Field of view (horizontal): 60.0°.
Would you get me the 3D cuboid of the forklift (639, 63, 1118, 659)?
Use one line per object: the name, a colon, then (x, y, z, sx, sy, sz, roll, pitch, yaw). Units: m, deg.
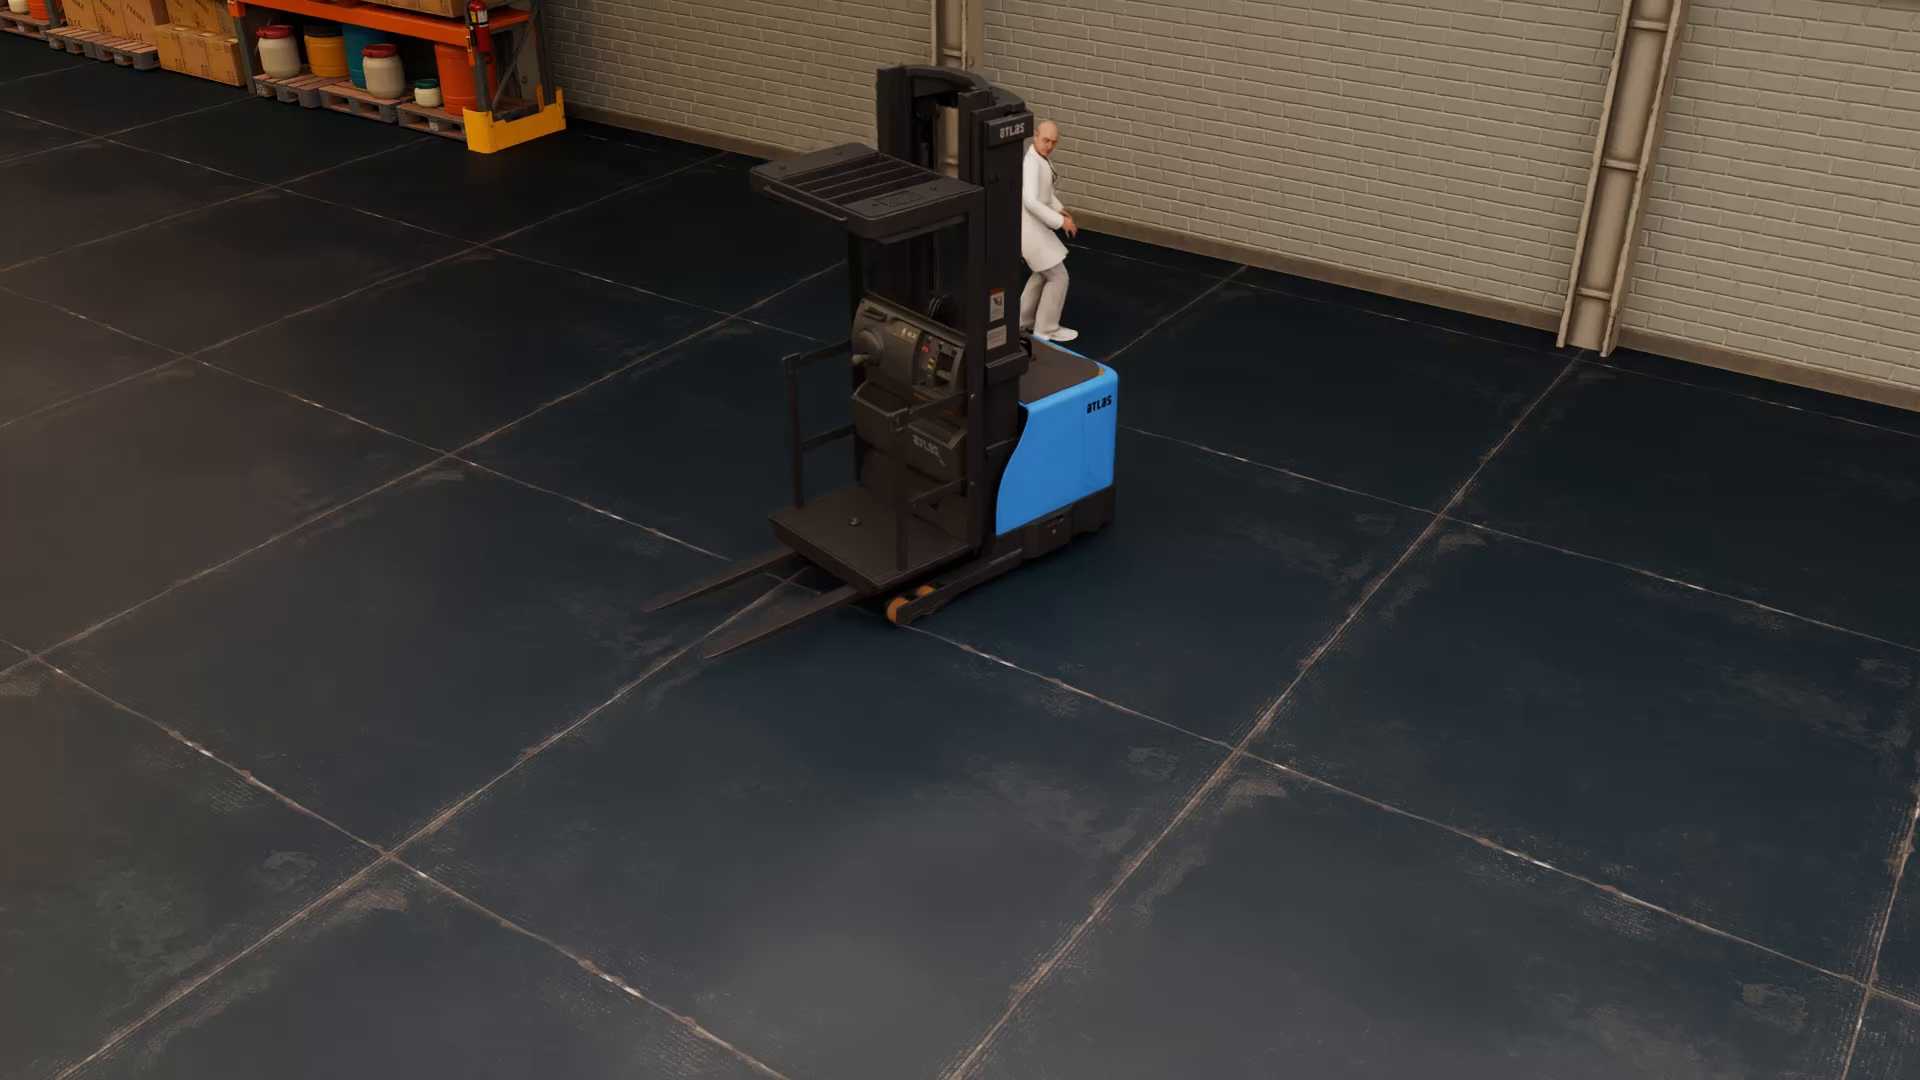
forklift: (-0.457, -1.064, 9.414, 3.031, 2.935, 1.130, -24, 38, -35)

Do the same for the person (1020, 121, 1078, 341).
person: (0.663, -2.396, 12.937, 0.546, 1.730, 0.817, -2, 30, -3)
